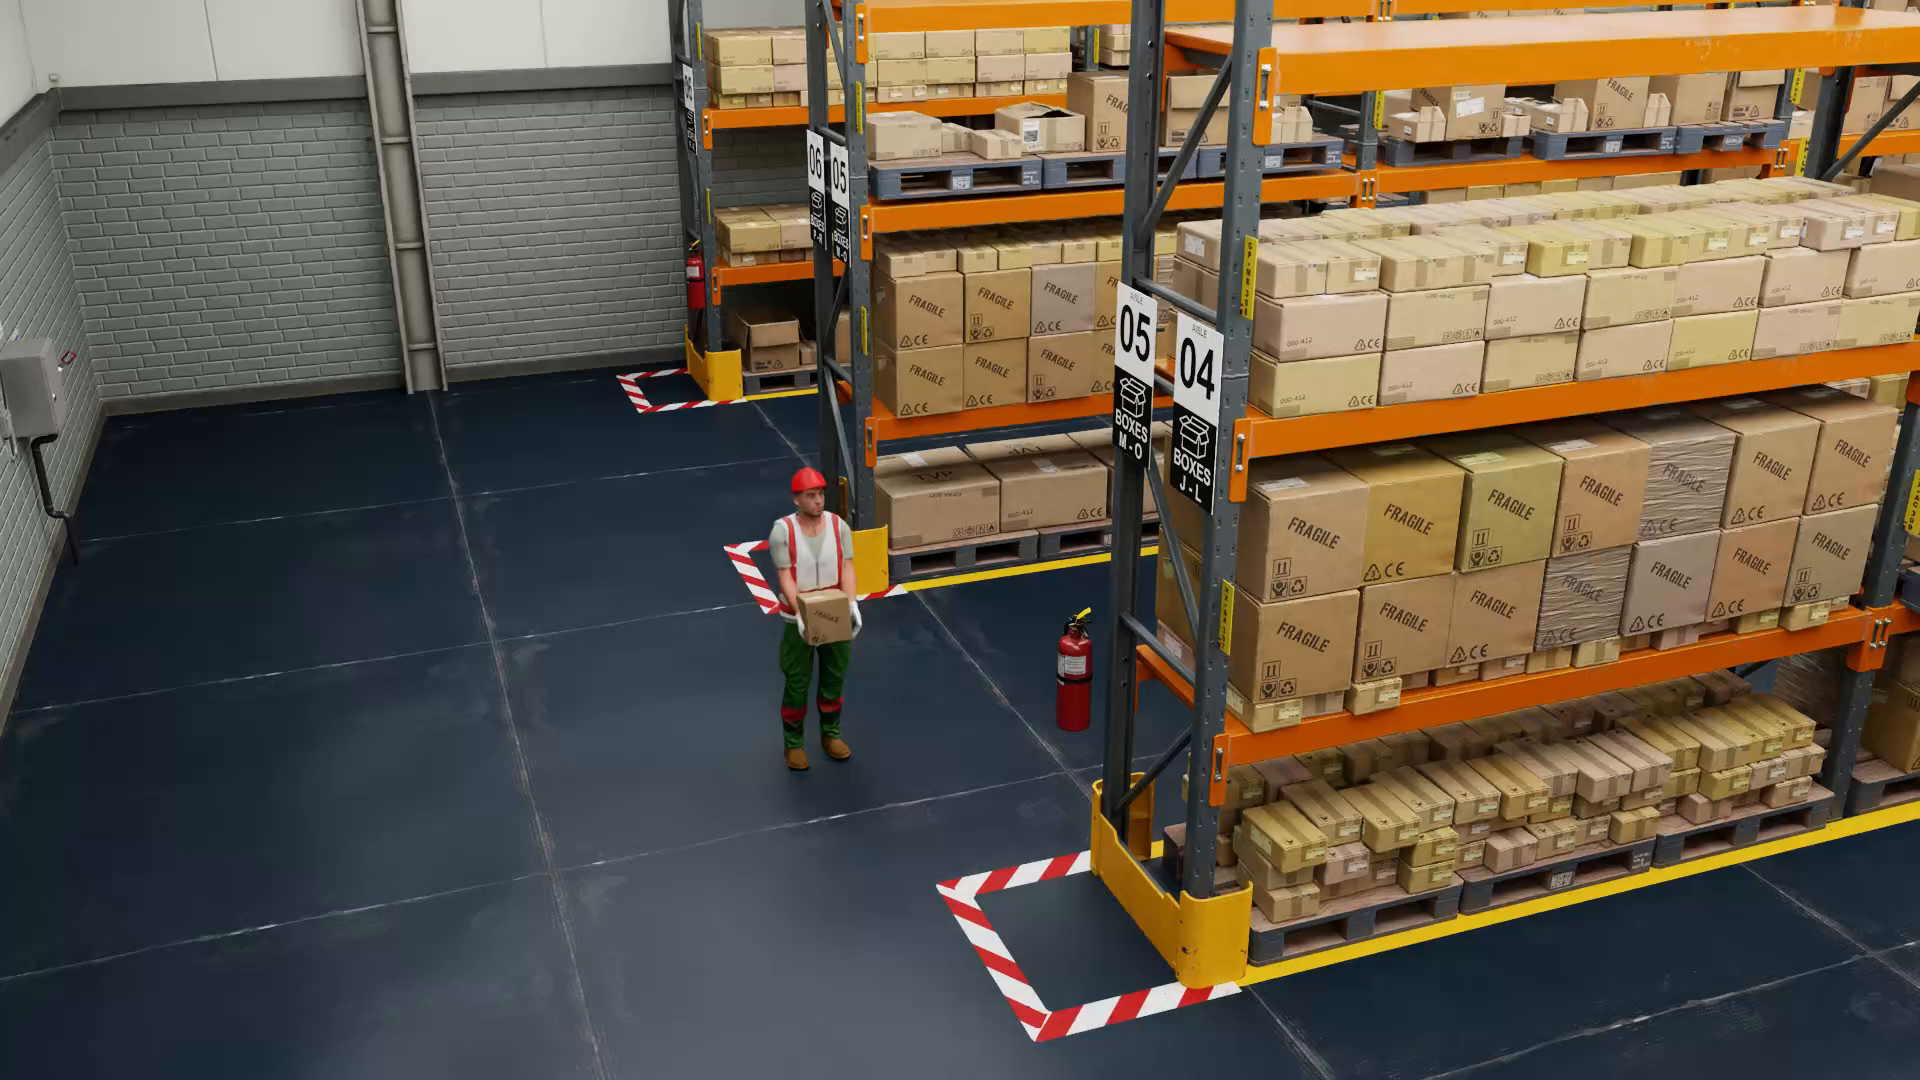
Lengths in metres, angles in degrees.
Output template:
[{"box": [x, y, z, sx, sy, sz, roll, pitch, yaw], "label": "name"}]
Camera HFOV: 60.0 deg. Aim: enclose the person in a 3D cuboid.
[{"box": [-0.807, 0.478, 9.646, 0.506, 1.792, 0.556, -10, 24, -23], "label": "person"}]
